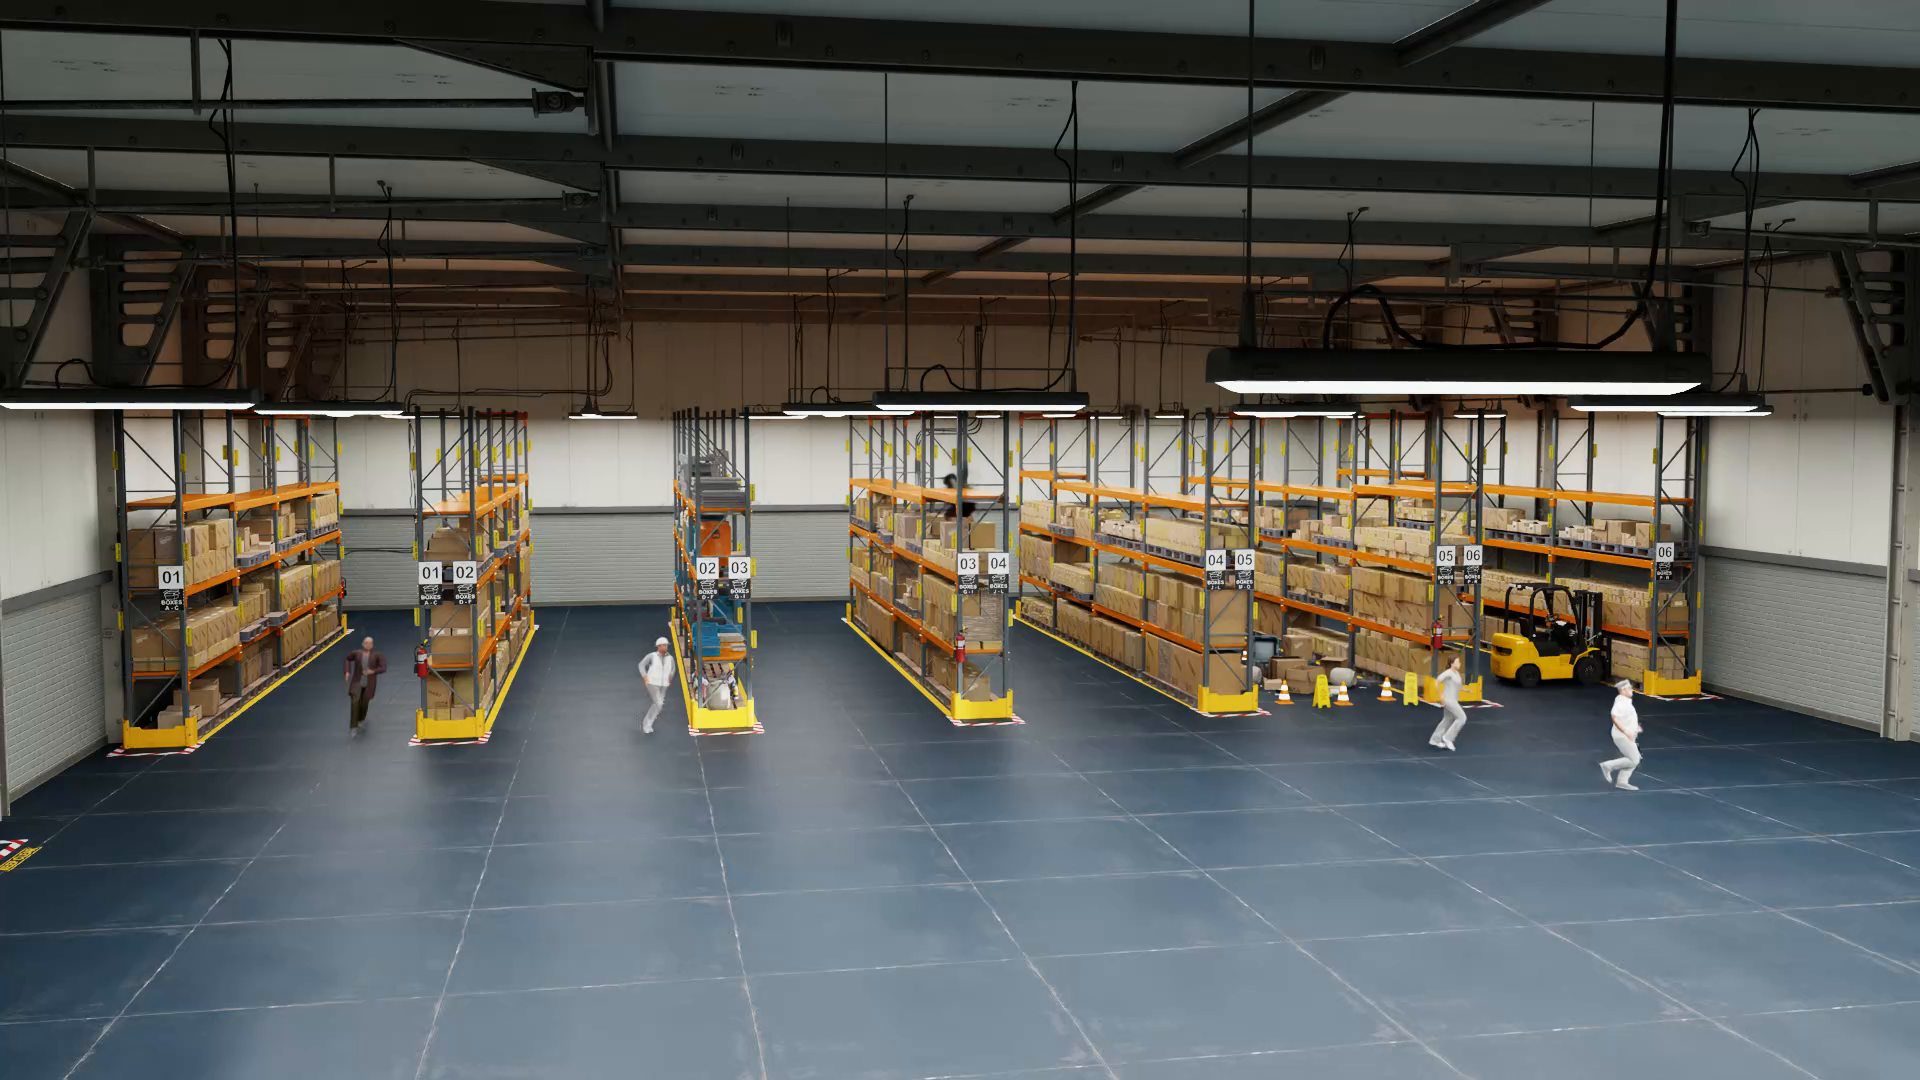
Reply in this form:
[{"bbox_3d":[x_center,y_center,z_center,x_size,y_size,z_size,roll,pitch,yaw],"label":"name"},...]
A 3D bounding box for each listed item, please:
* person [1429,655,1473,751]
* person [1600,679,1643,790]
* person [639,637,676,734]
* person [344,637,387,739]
[{"bbox_3d":[8.562,2.831,28.980,0.749,1.659,0.530,3,5,35],"label":"person"},{"bbox_3d":[10.301,3.022,25.872,0.599,1.741,0.670,2,4,24],"label":"person"},{"bbox_3d":[-5.556,2.682,30.671,0.691,1.741,0.625,-4,5,-42],"label":"person"},{"bbox_3d":[-10.916,2.664,30.532,0.743,1.775,1.047,-2,4,-21],"label":"person"}]
